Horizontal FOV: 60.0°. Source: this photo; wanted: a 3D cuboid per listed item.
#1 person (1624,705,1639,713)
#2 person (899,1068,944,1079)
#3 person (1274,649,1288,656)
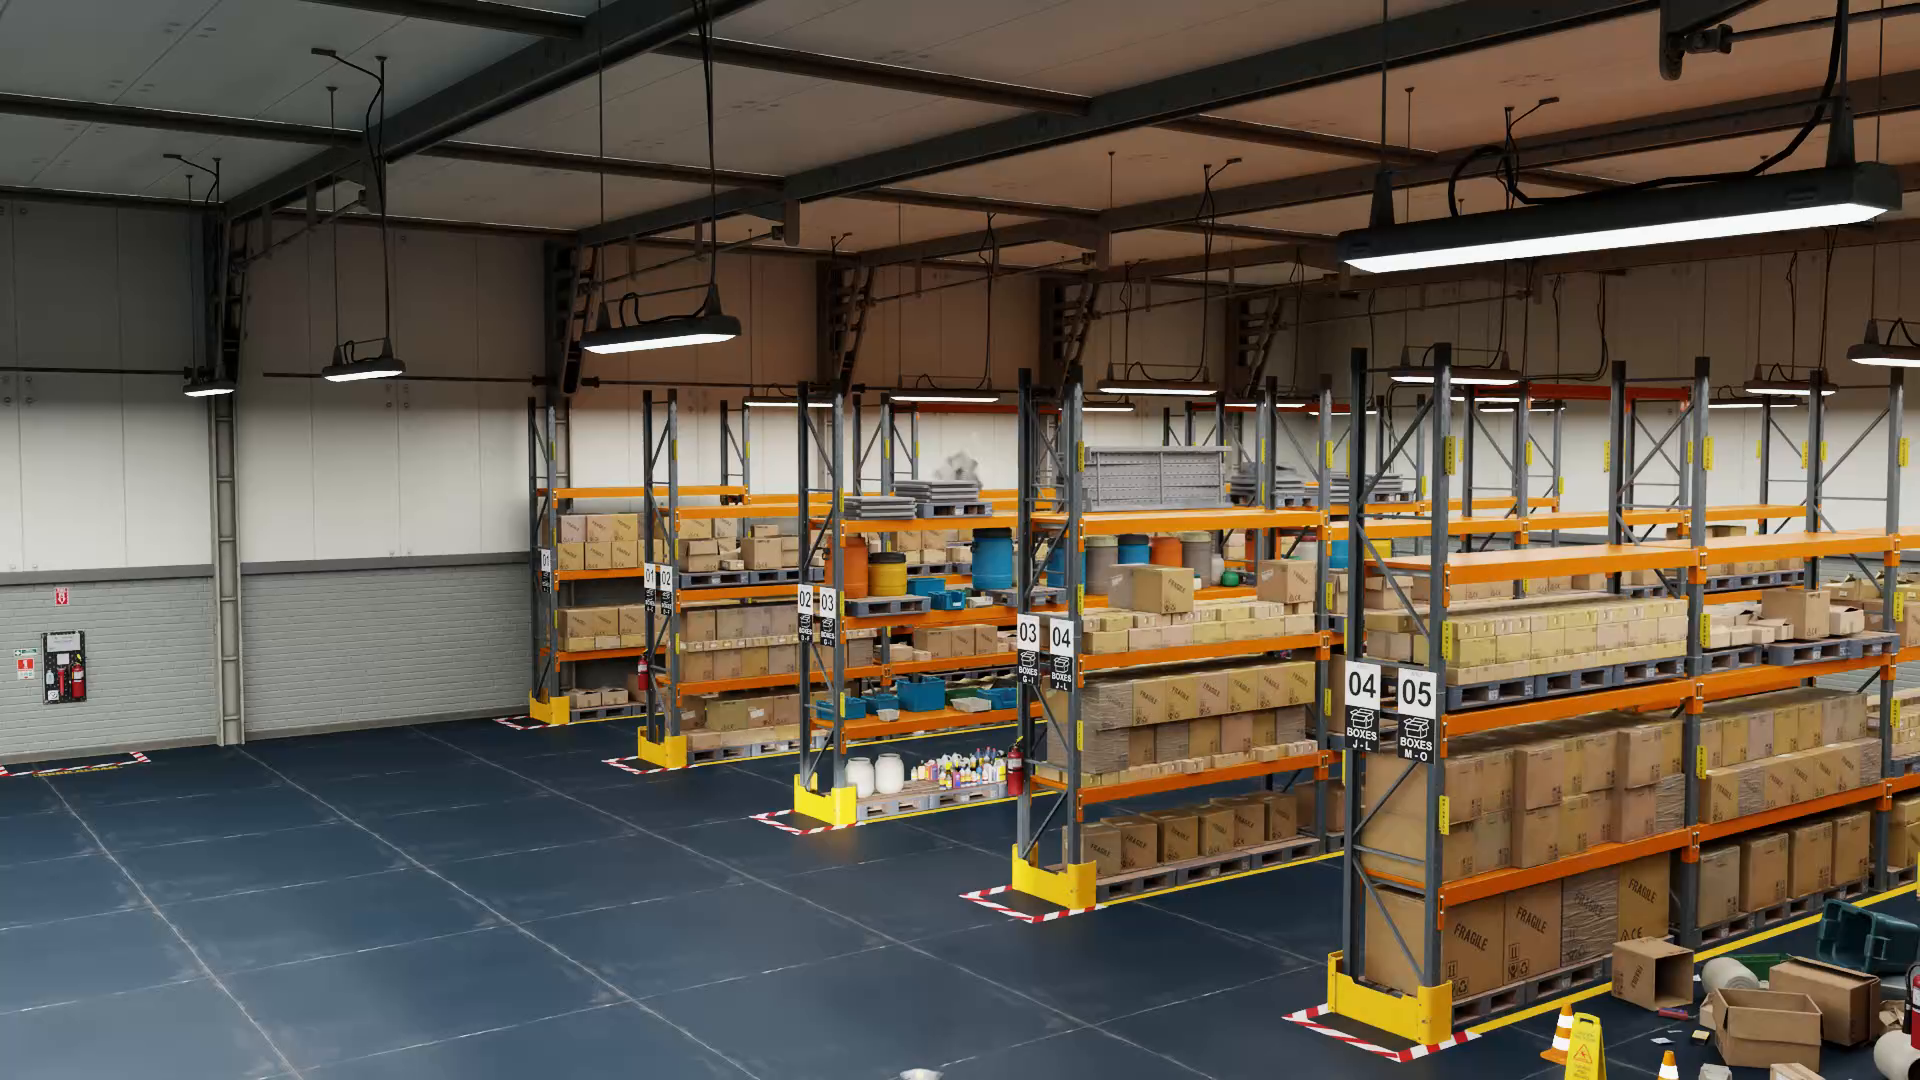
[{"bbox_3d":[8.958,2.978,22.253,0.773,1.827,0.674,-3,4,-39],"label":"person"},{"bbox_3d":[-0.196,3.774,9.246,0.579,1.725,0.703,1,3,8],"label":"person"},{"bbox_3d":[6.067,2.469,31.965,0.570,1.609,0.547,3,5,45],"label":"person"}]
